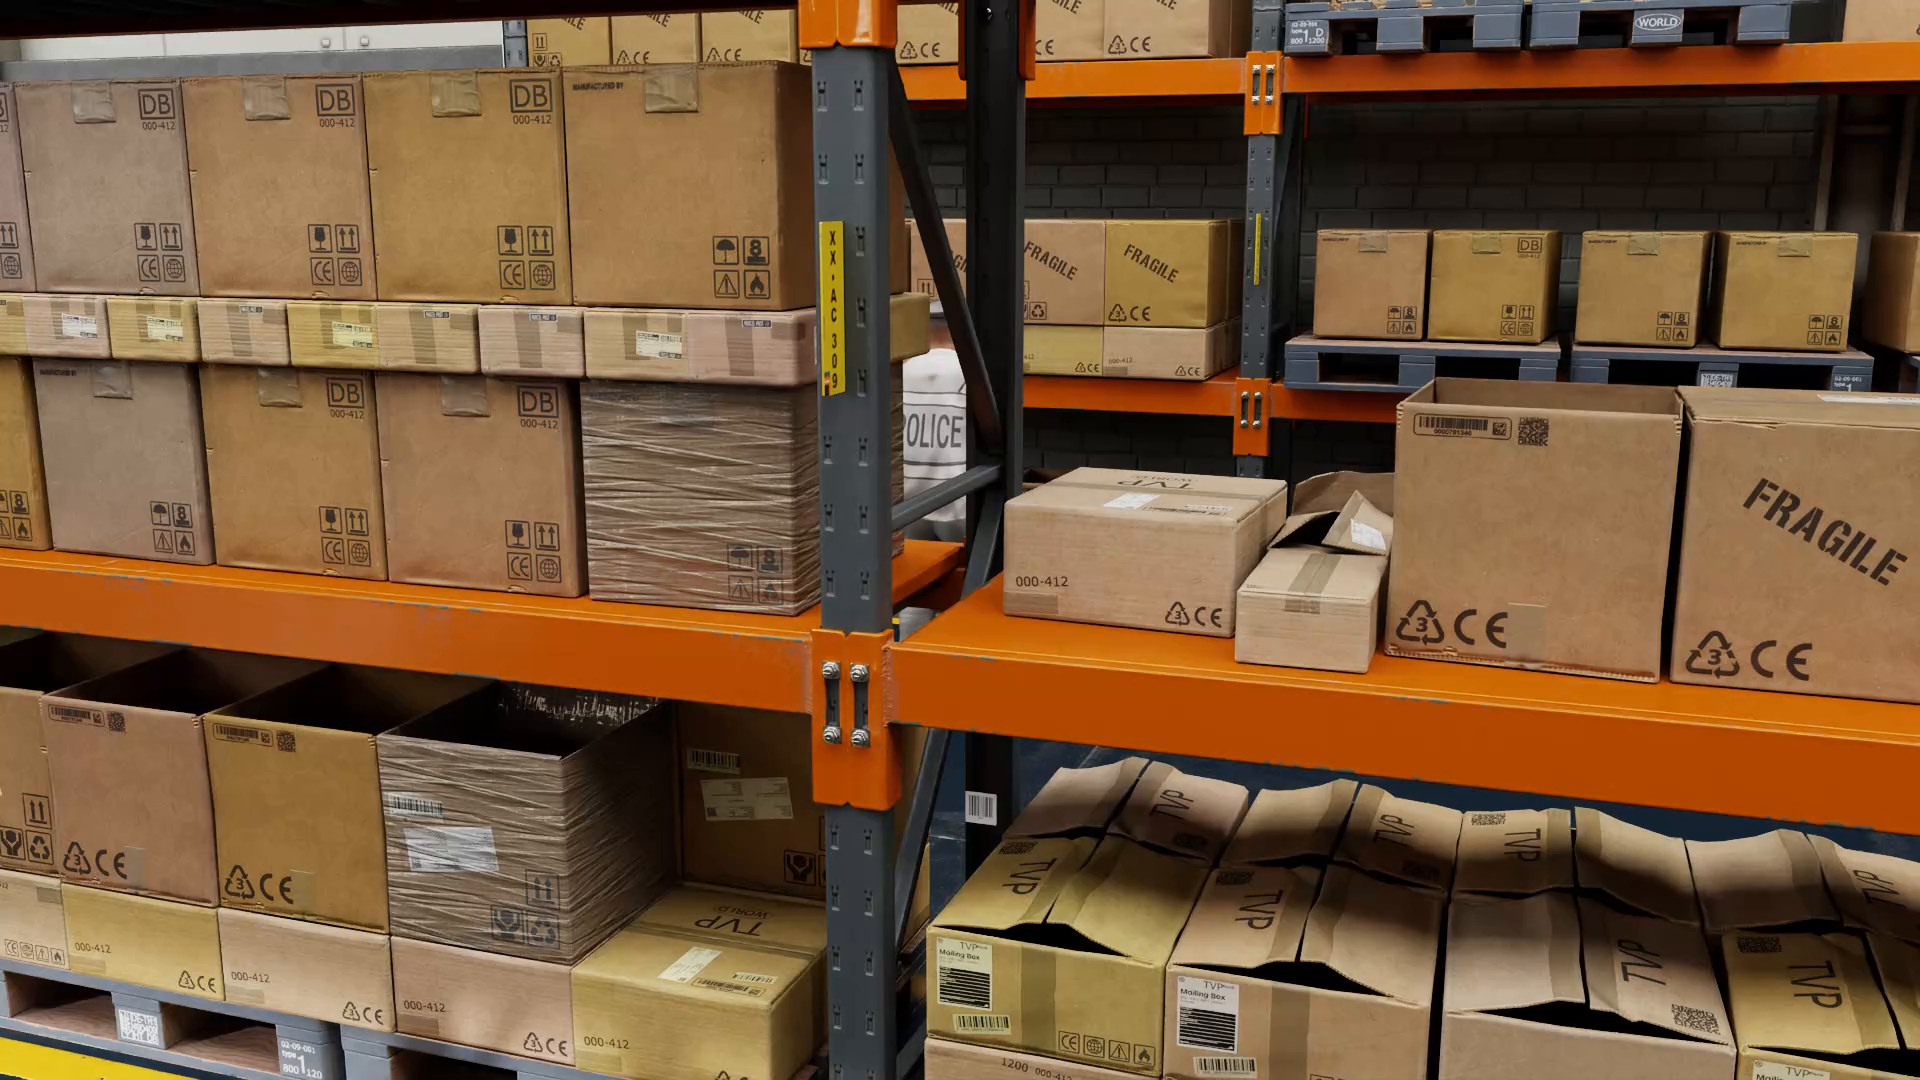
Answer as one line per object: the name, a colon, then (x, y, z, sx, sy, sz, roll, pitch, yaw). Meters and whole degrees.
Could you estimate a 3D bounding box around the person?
person: (-0.068, -0.143, 7.120, 0.586, 1.748, 0.439, 4, 12, 19)
